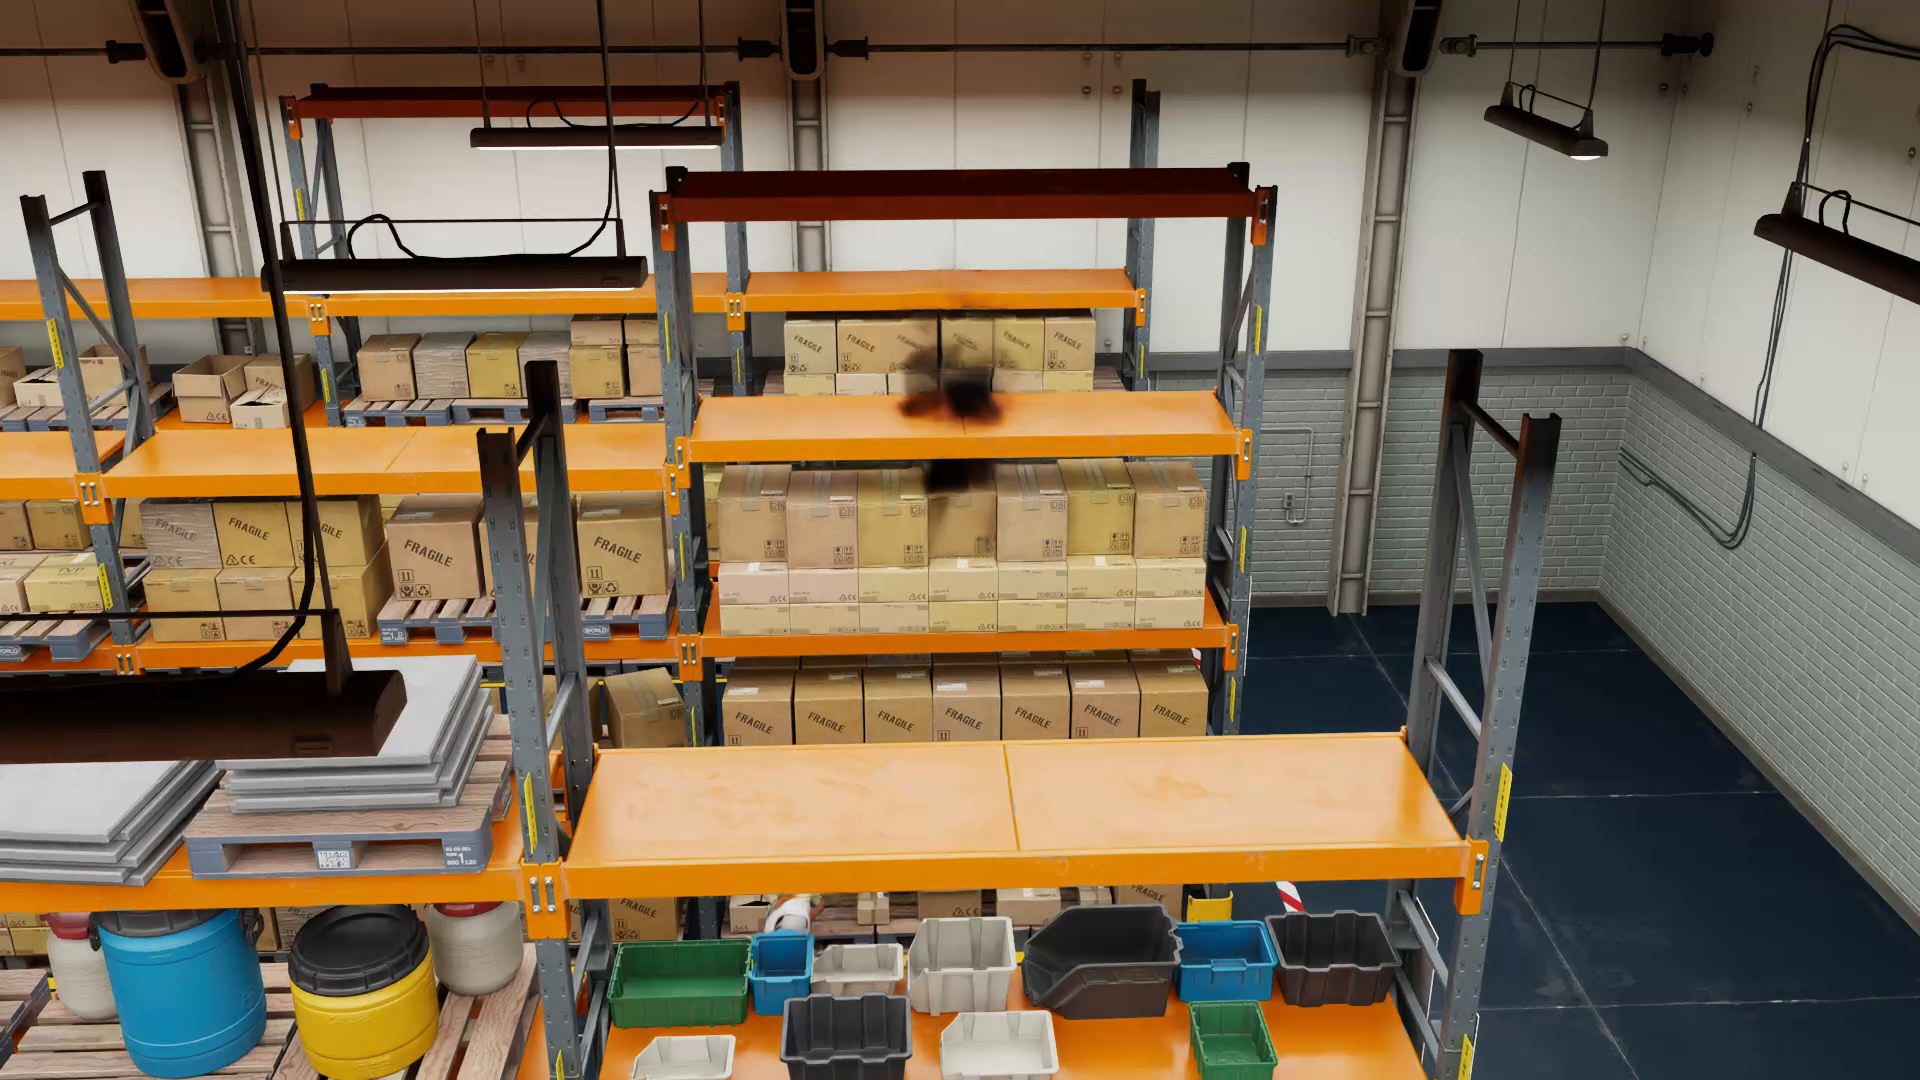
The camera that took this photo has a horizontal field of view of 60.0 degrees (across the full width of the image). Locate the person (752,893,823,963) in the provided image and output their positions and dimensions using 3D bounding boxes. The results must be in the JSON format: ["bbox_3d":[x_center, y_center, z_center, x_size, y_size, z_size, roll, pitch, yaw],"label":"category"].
[{"bbox_3d":[-1.115,2.904,11.181,0.861,1.796,0.651,-2,22,-6],"label":"person"}]
